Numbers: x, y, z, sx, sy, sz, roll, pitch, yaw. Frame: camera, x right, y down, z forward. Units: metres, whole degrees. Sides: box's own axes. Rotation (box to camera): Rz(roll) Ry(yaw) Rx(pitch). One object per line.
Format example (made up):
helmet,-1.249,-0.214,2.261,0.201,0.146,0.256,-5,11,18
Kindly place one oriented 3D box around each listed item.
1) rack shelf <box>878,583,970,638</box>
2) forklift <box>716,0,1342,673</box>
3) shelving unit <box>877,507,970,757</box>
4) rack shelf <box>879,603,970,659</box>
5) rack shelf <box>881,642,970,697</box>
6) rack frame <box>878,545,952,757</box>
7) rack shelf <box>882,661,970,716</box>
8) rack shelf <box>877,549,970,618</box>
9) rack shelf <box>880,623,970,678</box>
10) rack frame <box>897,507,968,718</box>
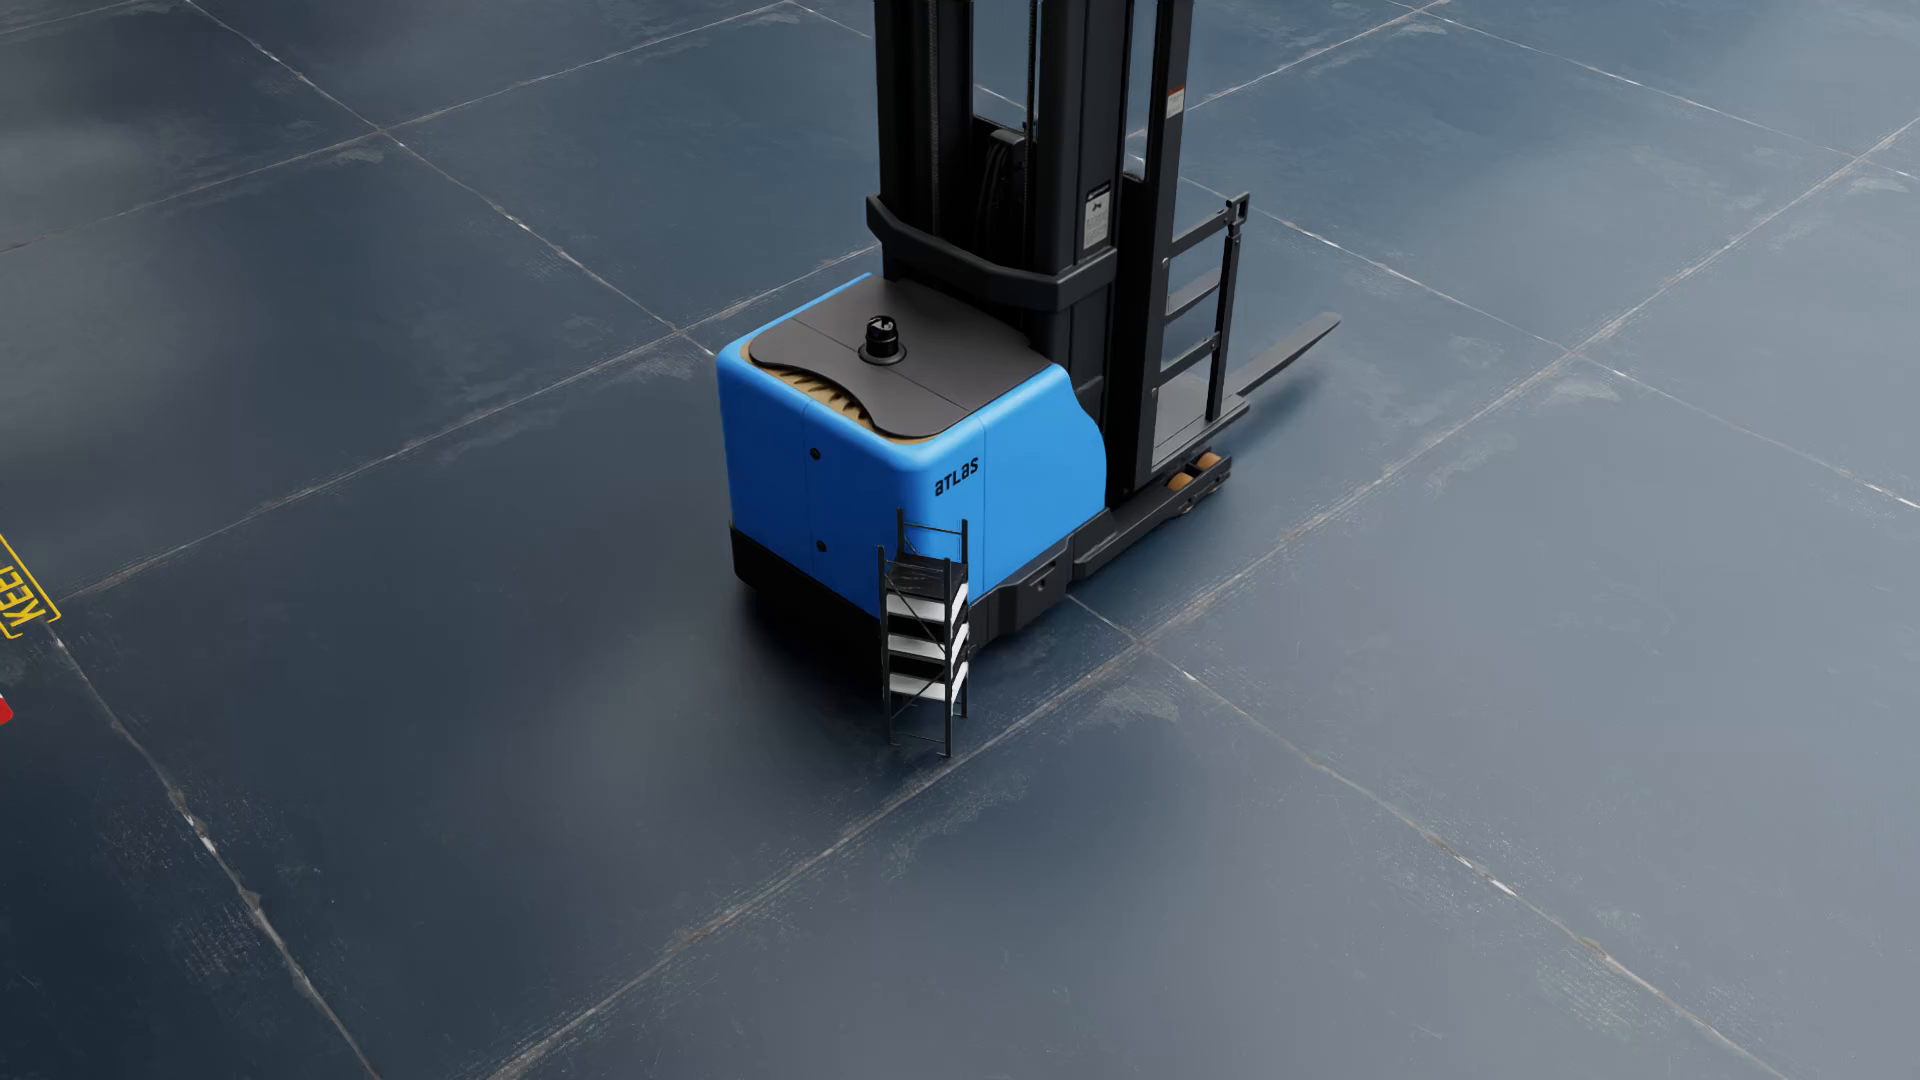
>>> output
rack shelf,-0.118,0.212,5.537,0.258,0.077,0.200,10,40,12
forklift,0.490,-1.447,6.209,1.130,2.935,3.031,30,48,32
shelving unit,-0.118,0.326,5.630,0.258,0.900,0.210,10,40,12
rack shelf,-0.118,0.282,5.594,0.258,0.077,0.200,10,40,12
rack shelf,-0.118,0.422,5.707,0.258,0.077,0.200,10,40,12
rack frame,-0.146,0.388,5.554,0.240,0.900,0.006,10,40,12
rack shelf,-0.118,0.492,5.764,0.258,0.077,0.200,10,40,12
rack shelf,-0.118,0.142,5.481,0.258,0.077,0.200,10,40,12
rack shelf,-0.118,0.352,5.651,0.258,0.077,0.200,10,40,12
rack frame,-0.090,0.265,5.706,0.240,0.900,0.006,10,40,12
